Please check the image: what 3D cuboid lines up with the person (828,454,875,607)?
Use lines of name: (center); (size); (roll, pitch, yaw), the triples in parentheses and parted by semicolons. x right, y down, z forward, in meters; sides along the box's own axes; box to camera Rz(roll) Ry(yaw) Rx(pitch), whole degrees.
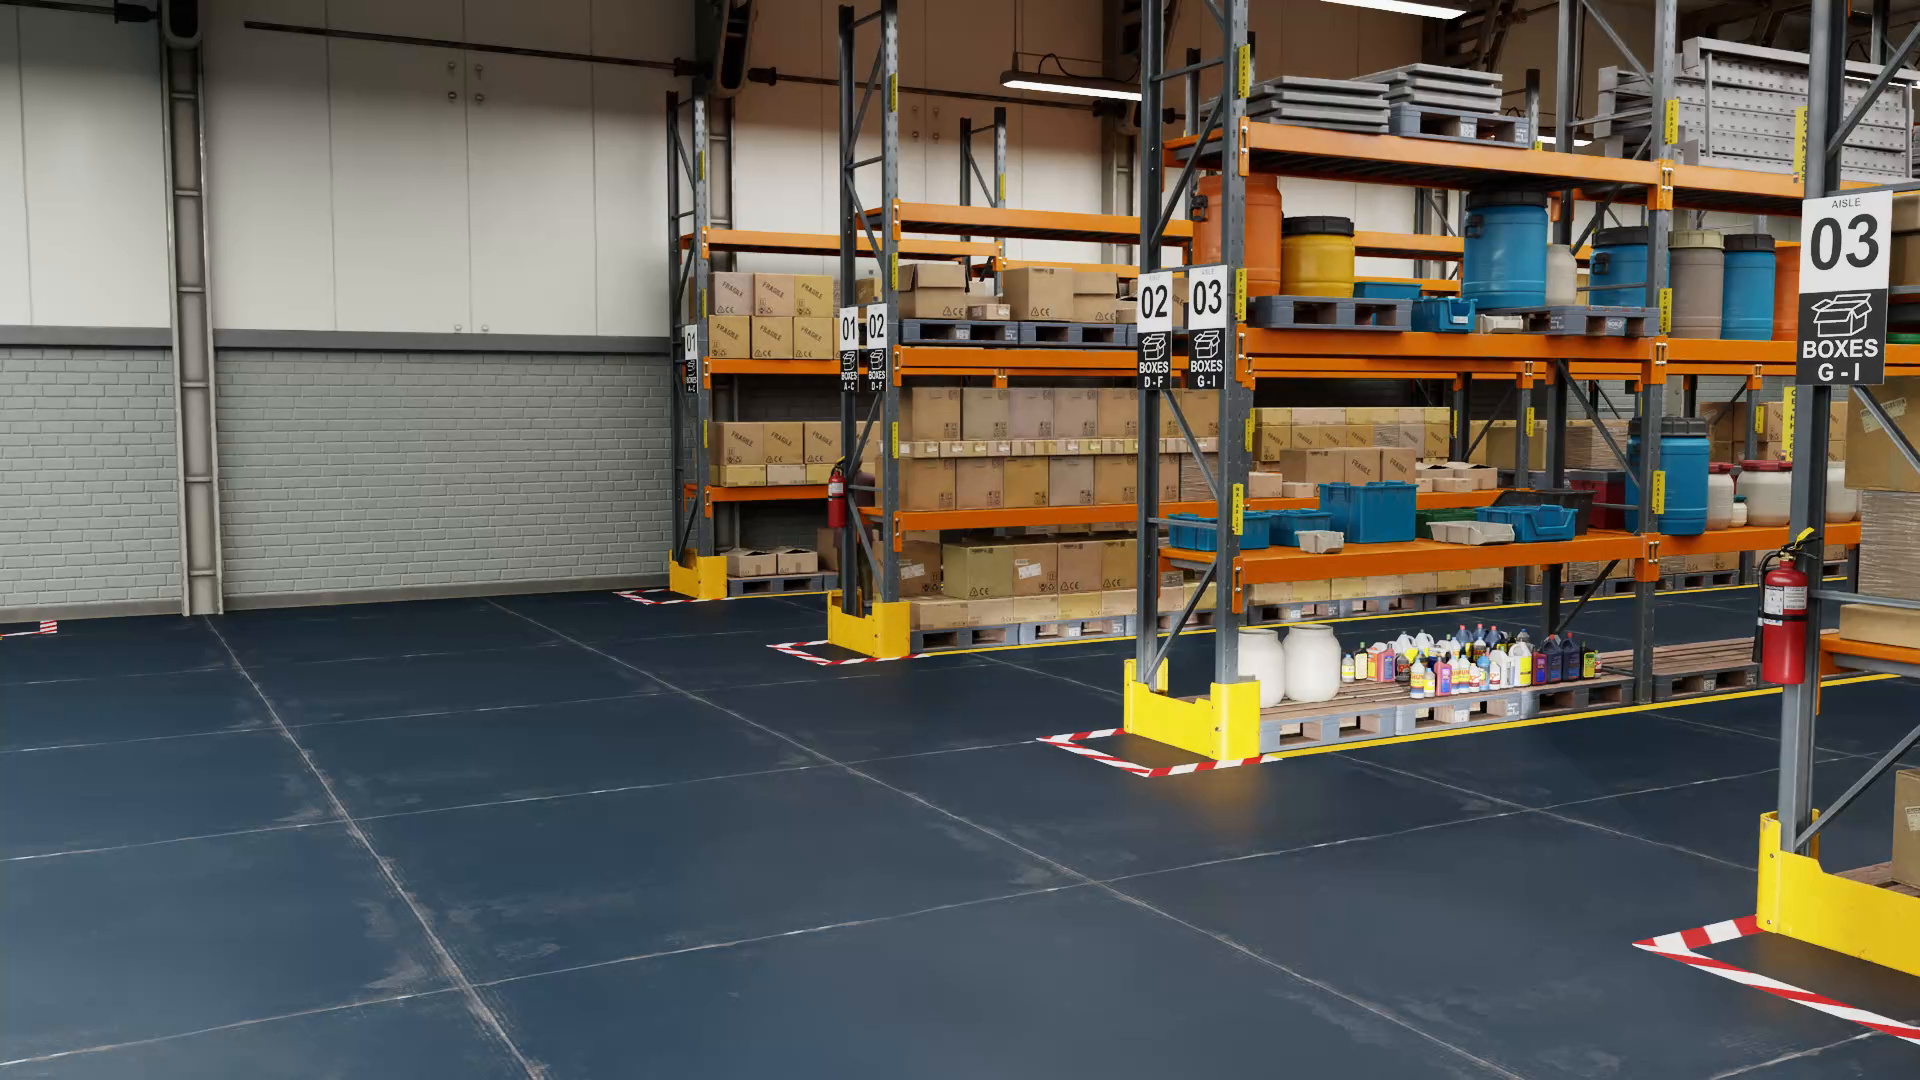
person: (-1.244, -0.135, 18.734); (0.545, 1.779, 0.550); (-3, 6, -30)
